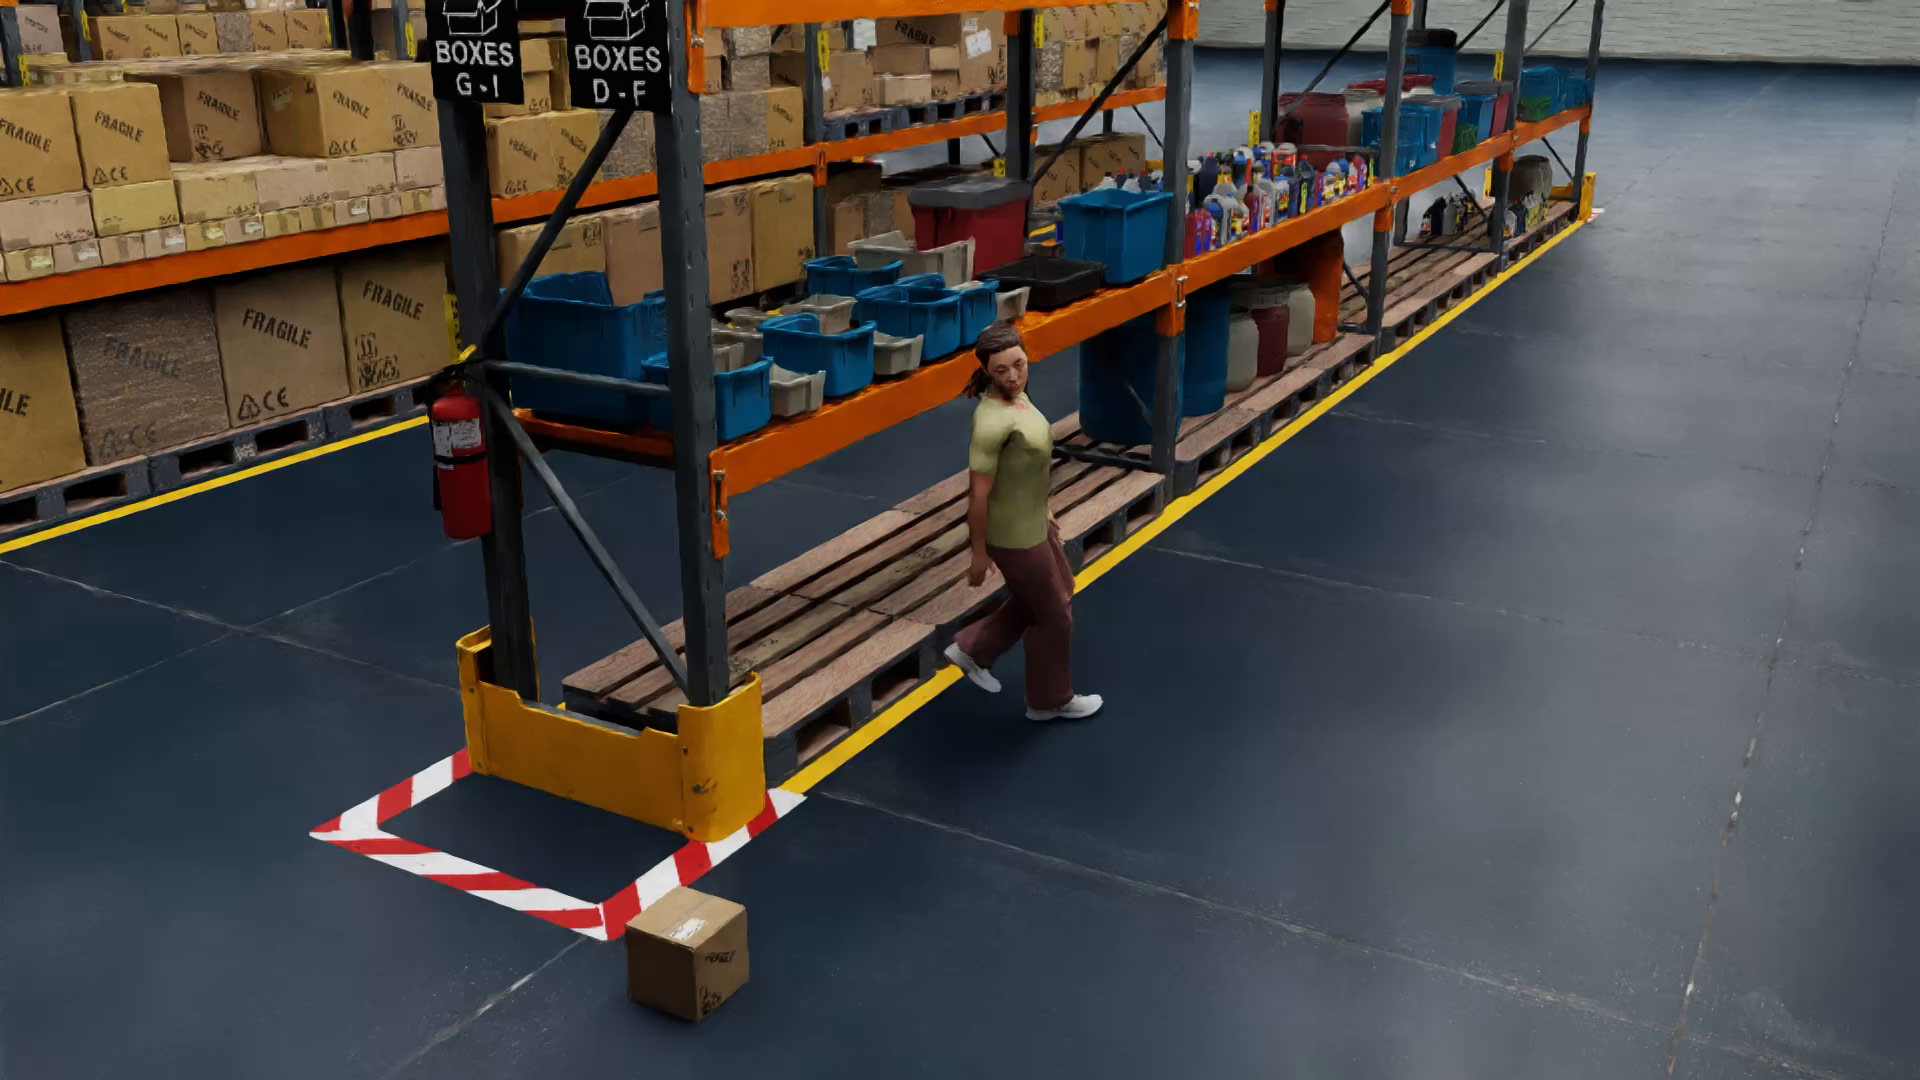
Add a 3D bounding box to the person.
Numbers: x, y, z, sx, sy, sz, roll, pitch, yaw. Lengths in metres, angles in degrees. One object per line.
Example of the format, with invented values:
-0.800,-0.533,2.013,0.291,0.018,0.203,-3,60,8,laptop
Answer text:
0.237,-0.029,6.211,0.632,1.632,0.524,2,20,5,person
